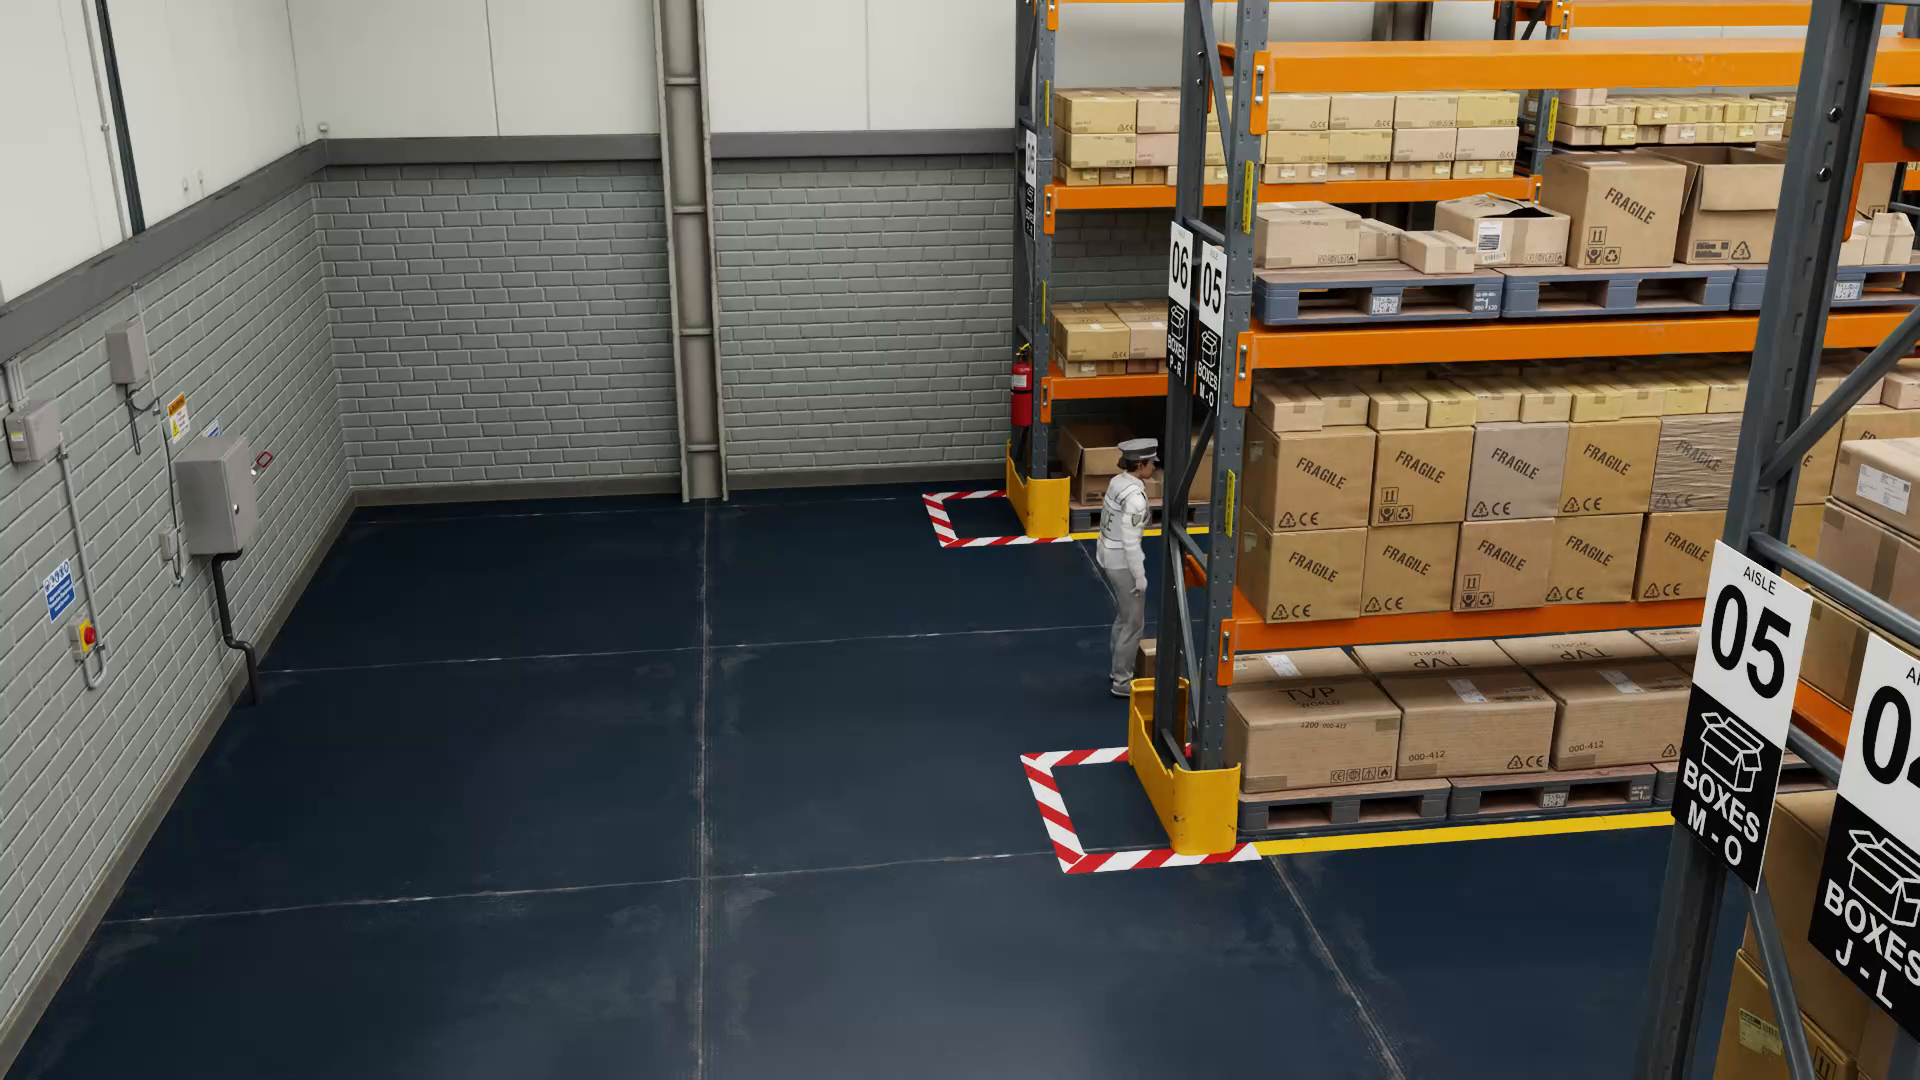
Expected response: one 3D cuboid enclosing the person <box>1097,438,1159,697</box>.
[{"bbox_3d":[1.082,0.164,10.622,0.404,1.663,0.530,-3,20,-7],"label":"person"}]
